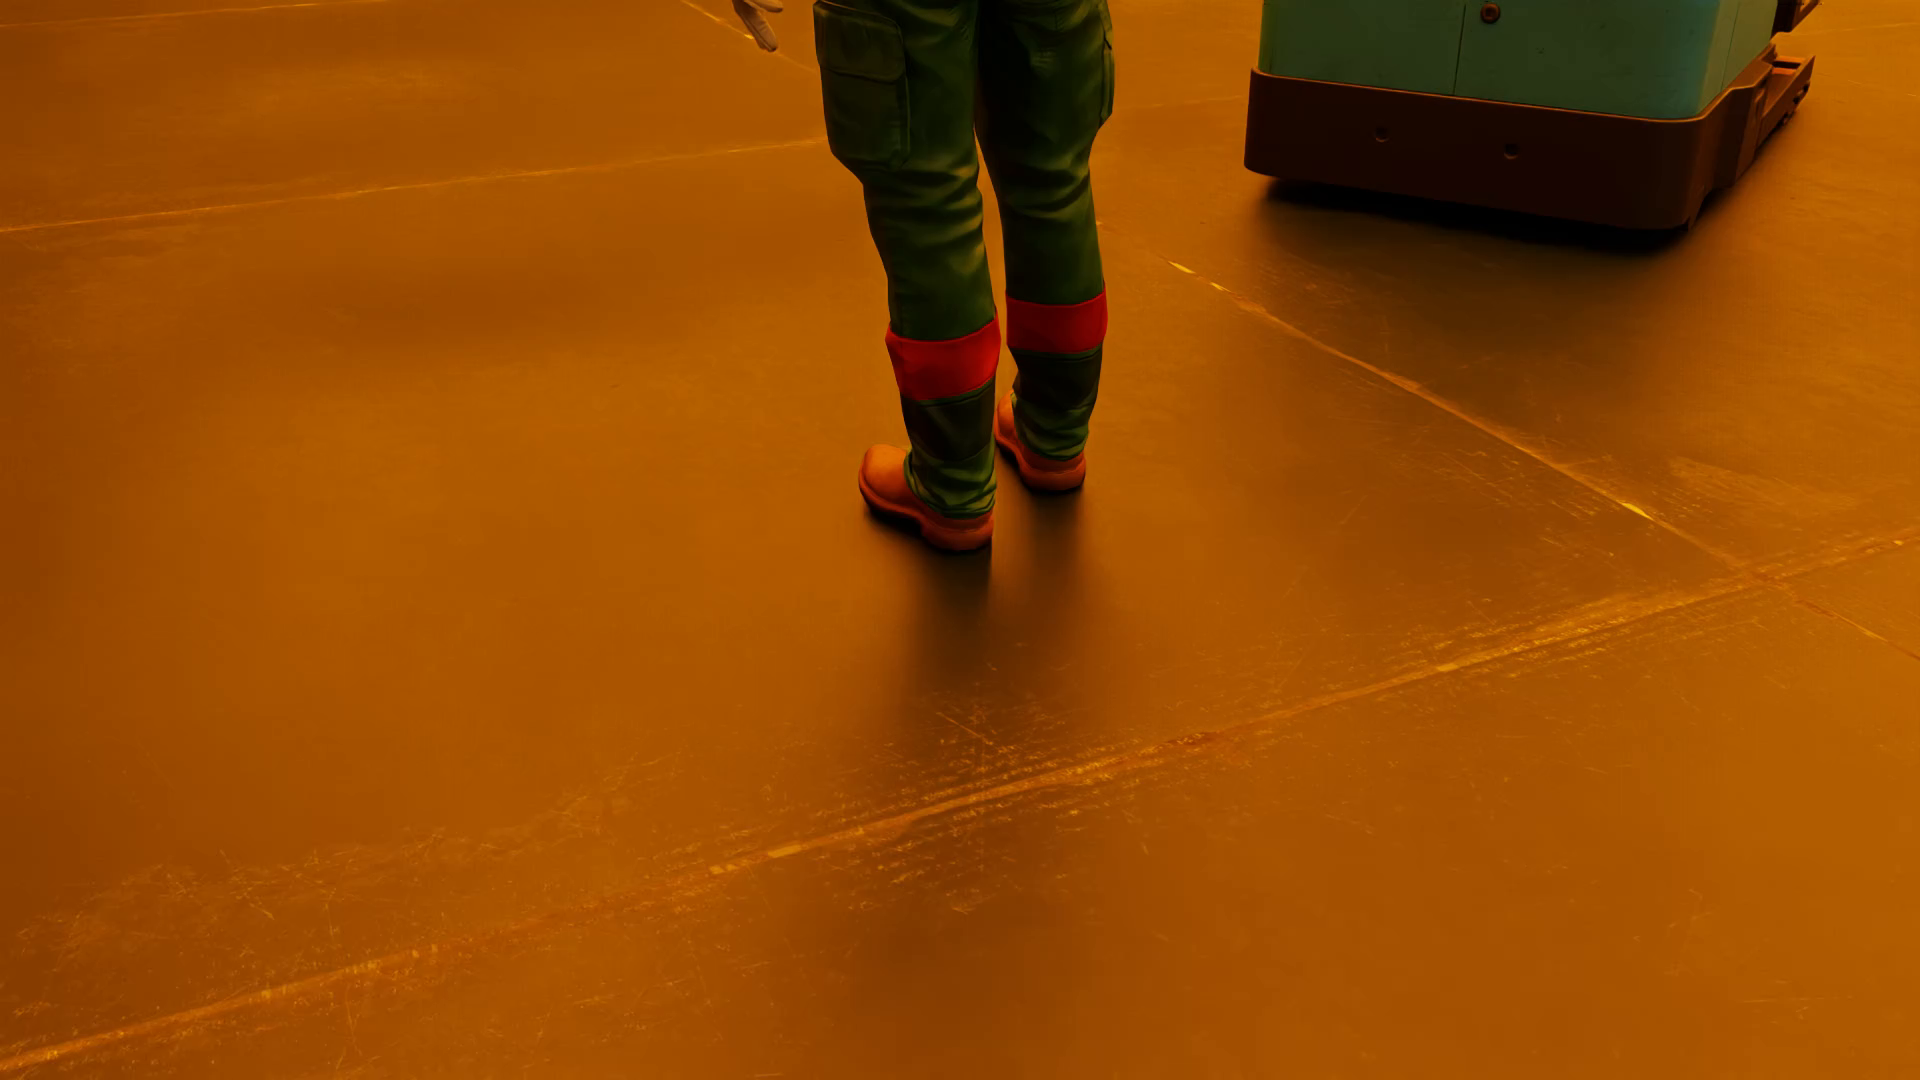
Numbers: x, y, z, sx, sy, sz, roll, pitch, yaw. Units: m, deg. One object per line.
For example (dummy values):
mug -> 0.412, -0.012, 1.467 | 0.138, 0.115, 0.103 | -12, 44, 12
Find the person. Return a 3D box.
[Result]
person -> -0.022, -0.838, 2.157 | 0.637, 1.787, 0.564 | -12, 29, -22

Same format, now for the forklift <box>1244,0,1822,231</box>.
forklift -> 1.917, -2.620, 4.395 | 1.130, 2.935, 3.031 | 16, 31, 28
